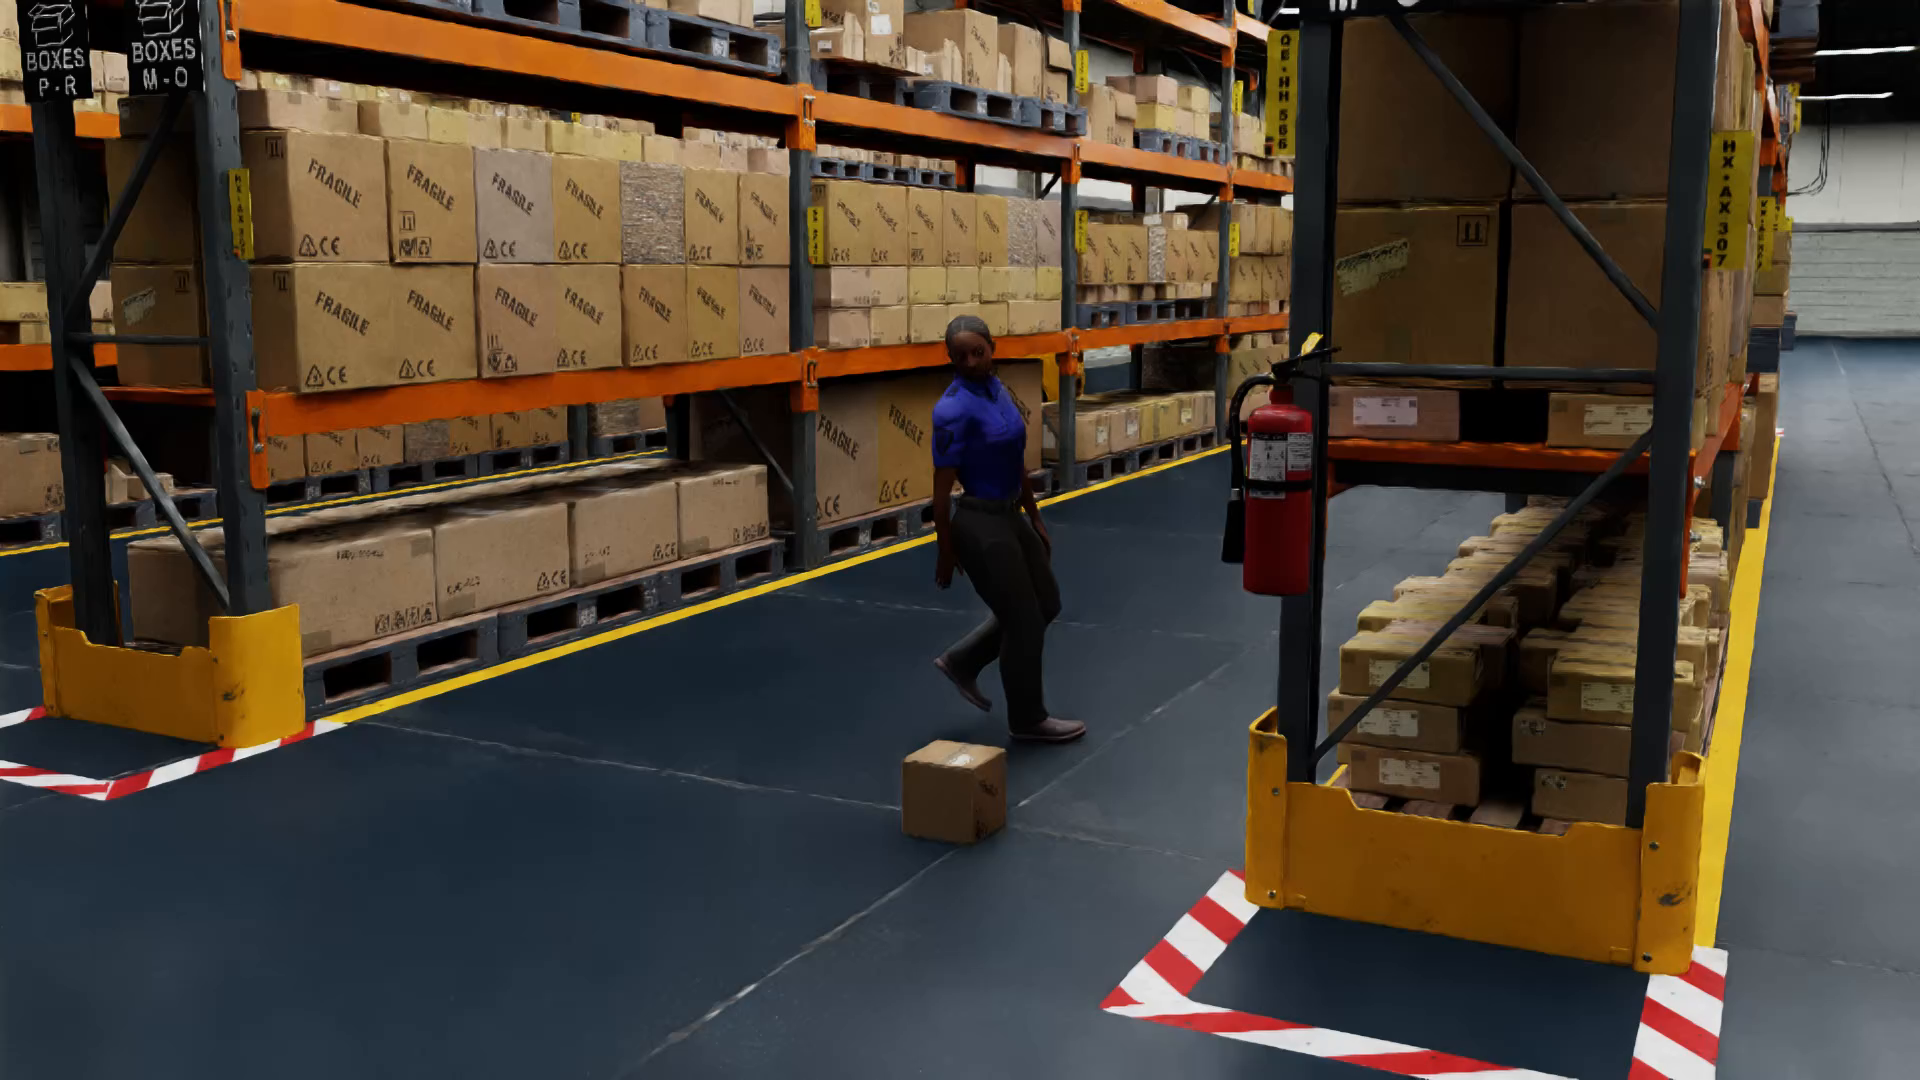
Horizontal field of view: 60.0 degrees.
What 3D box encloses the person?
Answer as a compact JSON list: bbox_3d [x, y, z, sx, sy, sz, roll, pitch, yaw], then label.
[{"bbox_3d":[0.132,-0.026,6.156,0.606,1.611,0.523,4,10,21],"label":"person"}]
